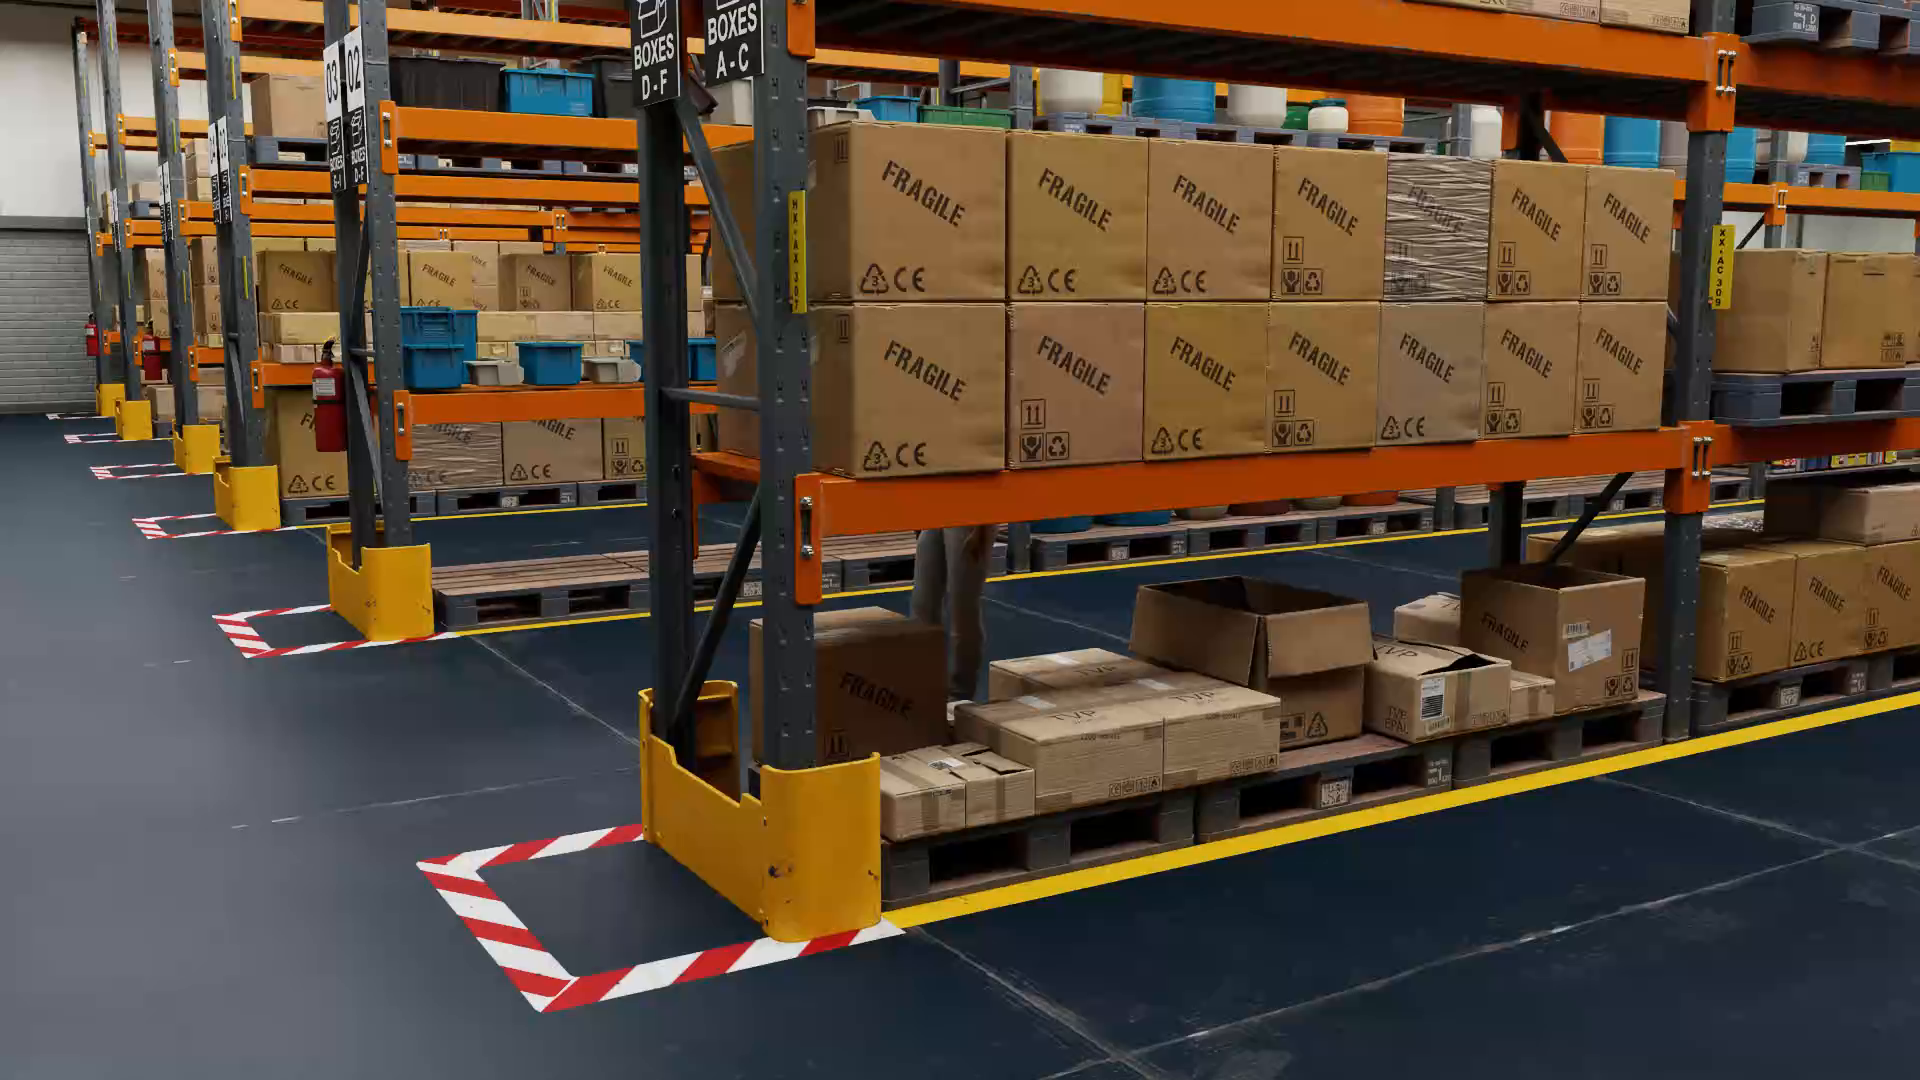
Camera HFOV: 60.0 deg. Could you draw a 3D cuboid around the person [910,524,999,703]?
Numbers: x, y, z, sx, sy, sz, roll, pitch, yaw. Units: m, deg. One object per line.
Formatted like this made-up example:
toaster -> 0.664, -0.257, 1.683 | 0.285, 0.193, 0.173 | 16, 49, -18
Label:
person -> -0.071, -0.083, 7.223 | 0.527, 1.698, 0.570 | -5, 10, -31
